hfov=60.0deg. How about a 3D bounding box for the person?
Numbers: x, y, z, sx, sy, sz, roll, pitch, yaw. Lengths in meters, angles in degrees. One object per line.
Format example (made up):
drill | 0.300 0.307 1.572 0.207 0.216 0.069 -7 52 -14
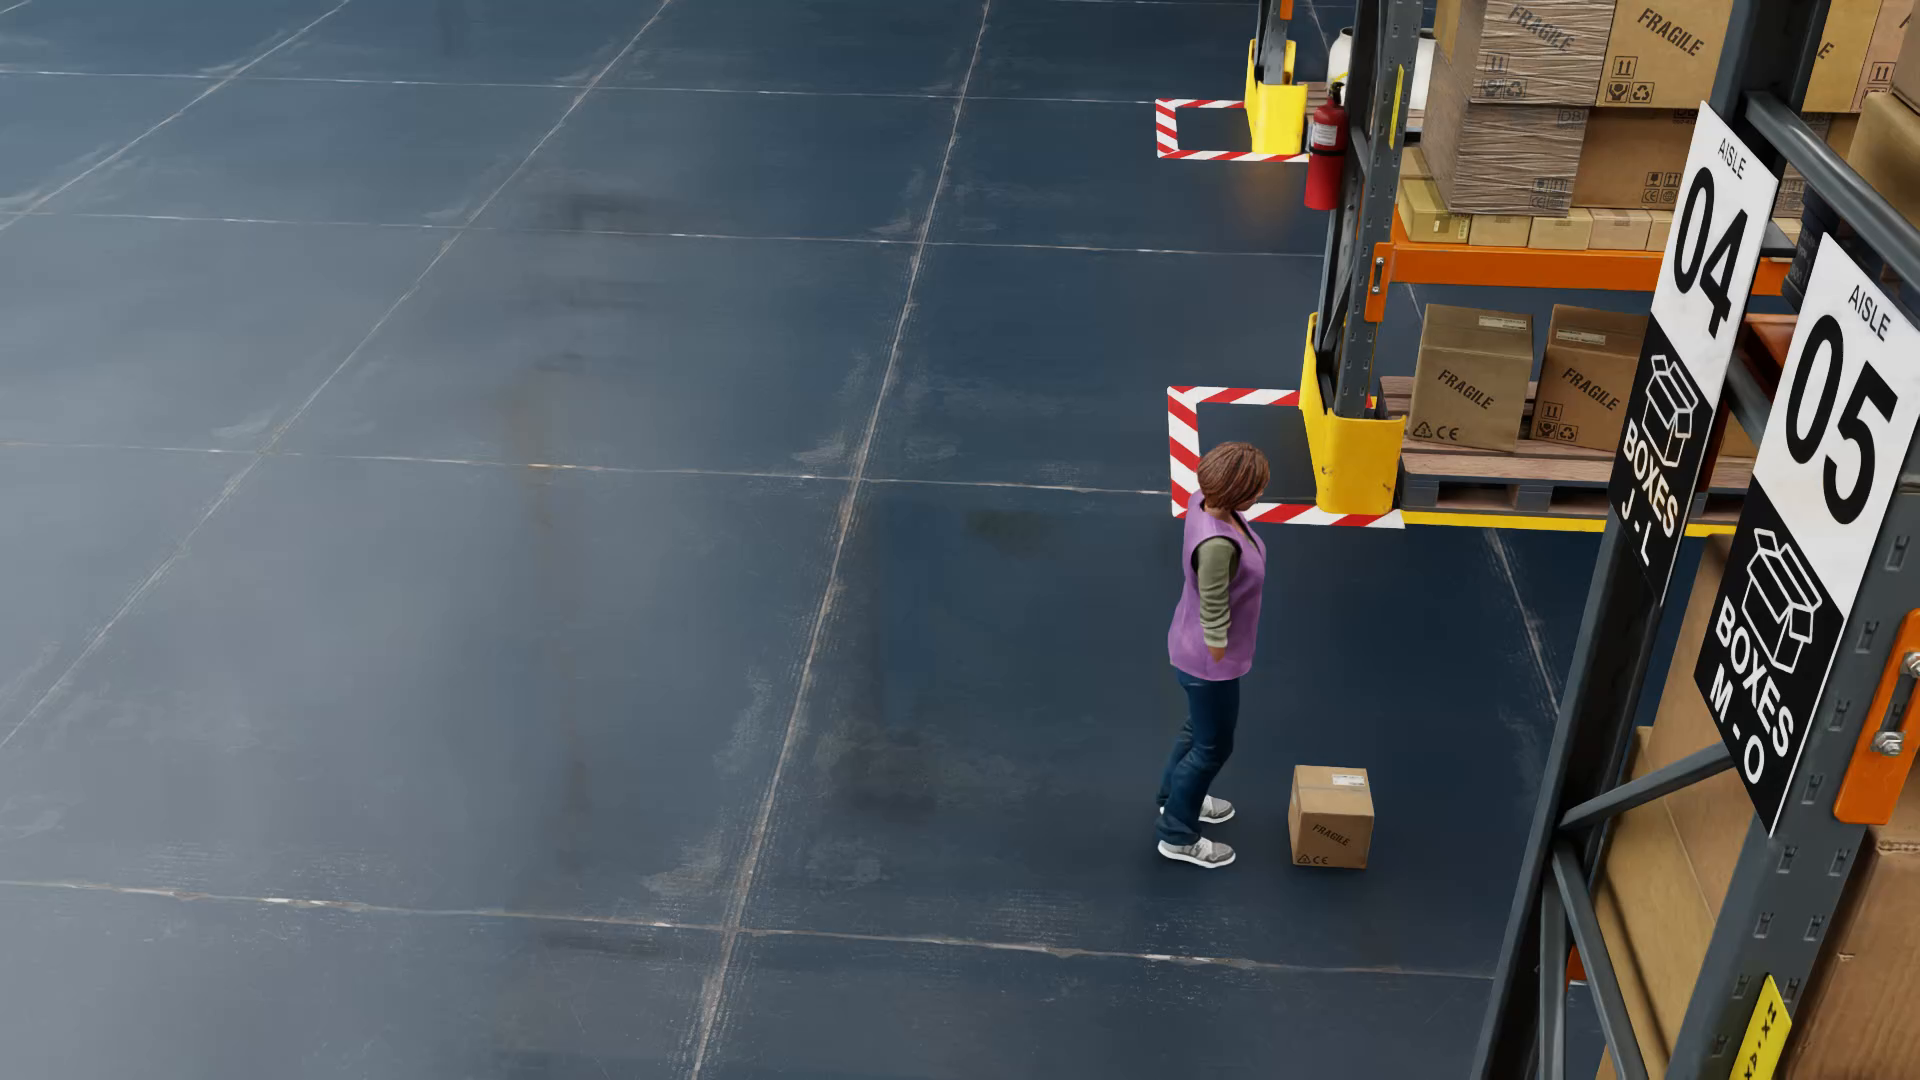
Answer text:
person | 0.842 0.375 5.567 0.299 1.600 0.407 3 33 5
